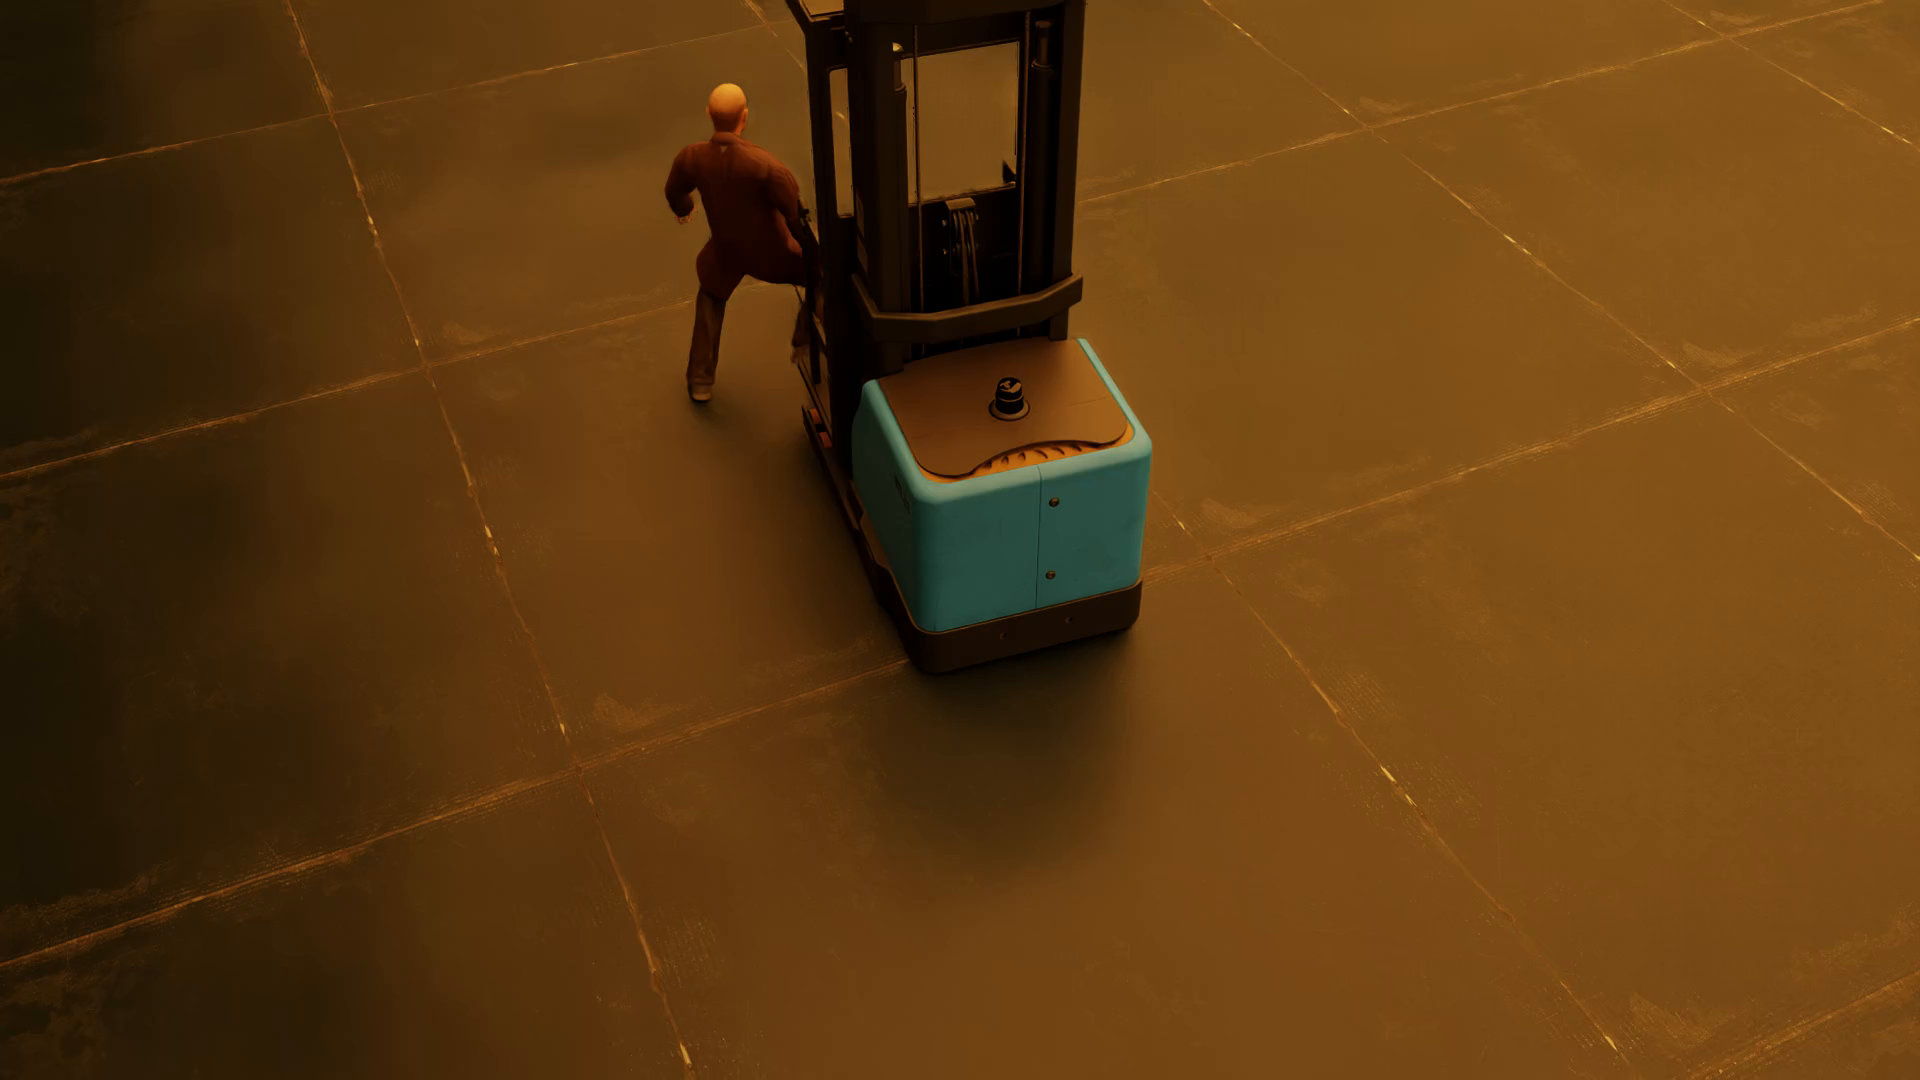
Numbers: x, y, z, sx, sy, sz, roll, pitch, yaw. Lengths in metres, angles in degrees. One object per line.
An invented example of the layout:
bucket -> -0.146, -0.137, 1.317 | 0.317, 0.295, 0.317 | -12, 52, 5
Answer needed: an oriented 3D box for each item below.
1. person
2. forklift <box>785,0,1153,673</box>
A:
person -> -1.037, -1.463, 8.190 | 0.990, 1.681, 0.709 | 17, 46, 17
forklift -> -0.150, -1.524, 7.313 | 1.130, 2.935, 3.031 | -13, 45, -13
